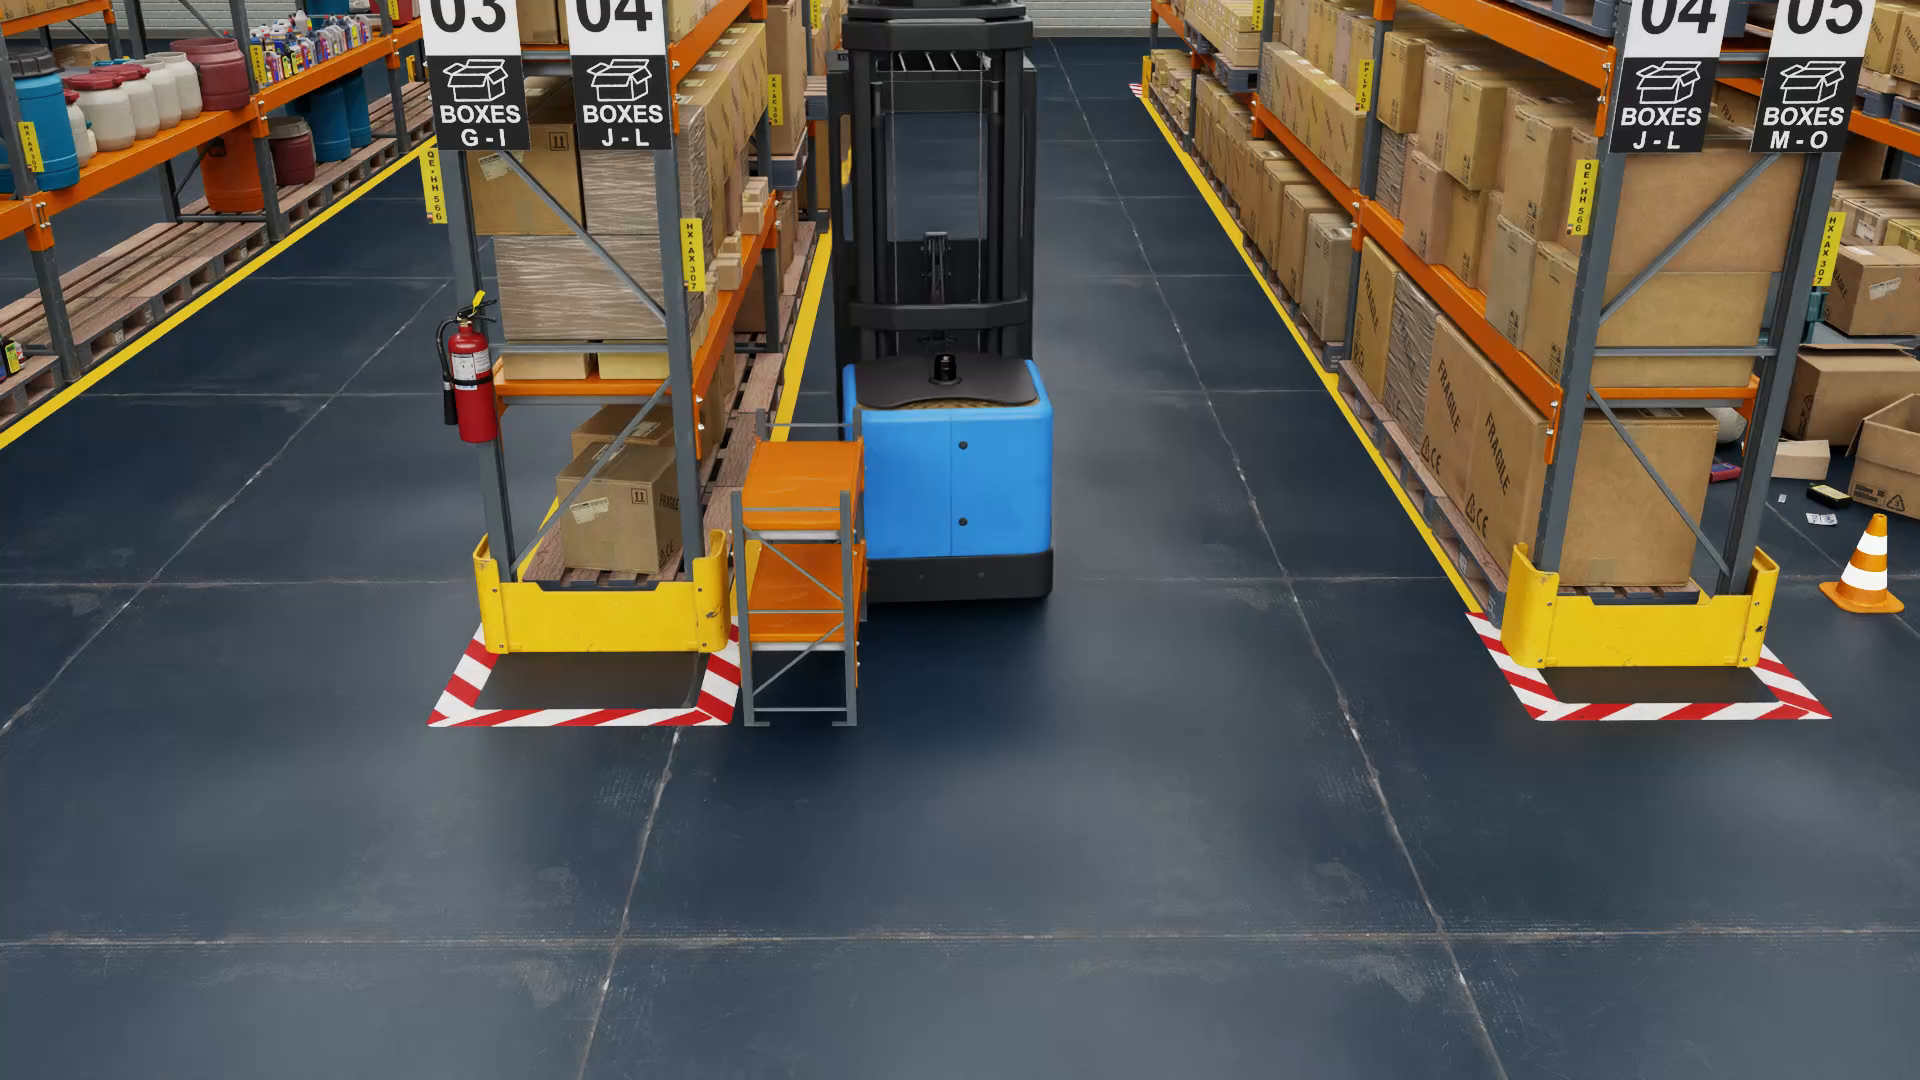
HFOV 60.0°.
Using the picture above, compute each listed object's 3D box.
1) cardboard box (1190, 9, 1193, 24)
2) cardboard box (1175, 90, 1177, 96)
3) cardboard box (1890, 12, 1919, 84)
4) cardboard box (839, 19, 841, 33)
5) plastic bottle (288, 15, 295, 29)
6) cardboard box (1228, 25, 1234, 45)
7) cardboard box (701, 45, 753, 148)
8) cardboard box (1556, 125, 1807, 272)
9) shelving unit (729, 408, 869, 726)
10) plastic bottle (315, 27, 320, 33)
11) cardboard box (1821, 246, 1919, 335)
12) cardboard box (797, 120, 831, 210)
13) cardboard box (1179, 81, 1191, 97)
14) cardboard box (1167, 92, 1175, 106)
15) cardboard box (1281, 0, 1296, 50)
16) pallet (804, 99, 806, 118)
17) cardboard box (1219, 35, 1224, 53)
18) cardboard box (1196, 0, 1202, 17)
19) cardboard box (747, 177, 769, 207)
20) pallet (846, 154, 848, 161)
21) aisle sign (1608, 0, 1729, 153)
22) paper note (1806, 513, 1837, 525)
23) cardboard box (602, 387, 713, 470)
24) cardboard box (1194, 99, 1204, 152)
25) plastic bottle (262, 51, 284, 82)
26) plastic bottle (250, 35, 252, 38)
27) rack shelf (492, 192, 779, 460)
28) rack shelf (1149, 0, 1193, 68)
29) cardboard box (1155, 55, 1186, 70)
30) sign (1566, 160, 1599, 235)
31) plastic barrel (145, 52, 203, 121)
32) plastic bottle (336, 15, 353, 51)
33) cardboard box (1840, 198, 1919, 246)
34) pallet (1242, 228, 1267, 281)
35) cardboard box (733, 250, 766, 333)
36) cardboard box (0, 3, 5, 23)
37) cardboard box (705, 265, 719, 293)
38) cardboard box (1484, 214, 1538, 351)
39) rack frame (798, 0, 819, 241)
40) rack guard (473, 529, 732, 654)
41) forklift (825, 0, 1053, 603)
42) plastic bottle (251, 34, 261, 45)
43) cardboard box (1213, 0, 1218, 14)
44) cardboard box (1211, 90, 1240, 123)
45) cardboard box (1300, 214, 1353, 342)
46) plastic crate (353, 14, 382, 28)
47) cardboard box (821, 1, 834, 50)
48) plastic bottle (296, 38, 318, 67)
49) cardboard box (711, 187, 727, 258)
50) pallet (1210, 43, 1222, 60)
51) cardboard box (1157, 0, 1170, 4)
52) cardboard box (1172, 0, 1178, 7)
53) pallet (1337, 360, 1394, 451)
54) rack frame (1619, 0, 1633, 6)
[{"bbox_3d":[2.659,-5.584,17.751,0.380,0.149,0.250,0,24,0],"label":"cardboard box"},{"bbox_3d":[2.839,-5.483,20.322,0.380,0.149,0.250,-1,24,-3],"label":"cardboard box"},{"bbox_3d":[7.897,-3.954,13.360,0.500,0.500,0.500,0,24,0],"label":"cardboard box"},{"bbox_3d":[-1.526,-5.814,18.770,0.380,0.149,0.250,0,24,0],"label":"cardboard box"},{"bbox_3d":[-7.229,-5.522,17.960,0.061,0.283,0.133,0,24,-1],"label":"plastic bottle"},{"bbox_3d":[2.684,-4.661,15.351,0.380,0.149,0.250,1,24,1],"label":"cardboard box"},{"bbox_3d":[-1.477,-2.549,9.550,0.500,0.500,0.500,0,24,-1],"label":"cardboard box"},{"bbox_3d":[3.271,-1.554,7.554,0.875,0.550,0.550,0,24,-1],"label":"cardboard box"},{"bbox_3d":[-0.714,0.102,7.660,0.538,1.125,1.048,0,24,0],"label":"shelving unit"},{"bbox_3d":[-6.594,-5.141,17.133,0.097,0.271,0.097,0,24,0],"label":"plastic bottle"},{"bbox_3d":[6.362,-1.739,11.569,0.500,0.500,0.500,0,24,-1],"label":"cardboard box"},{"bbox_3d":[-1.798,-3.664,15.781,1.225,0.875,0.875,-1,24,-3],"label":"cardboard box"},{"bbox_3d":[2.789,-5.302,19.561,0.380,0.149,0.250,0,24,-1],"label":"cardboard box"},{"bbox_3d":[2.778,-5.472,20.658,0.380,0.149,0.250,0,24,-1],"label":"cardboard box"},{"bbox_3d":[3.144,-4.453,14.122,0.700,0.500,0.500,0,24,-1],"label":"cardboard box"},{"bbox_3d":[-1.749,-3.254,13.037,1.003,0.211,1.213,0,24,-1],"label":"pallet"},{"bbox_3d":[2.681,-4.726,15.856,0.380,0.149,0.250,-1,24,-1],"label":"cardboard box"},{"bbox_3d":[2.661,-5.513,17.235,0.380,0.149,0.250,-1,24,-3],"label":"cardboard box"},{"bbox_3d":[-1.472,-2.307,11.015,0.380,0.149,0.250,0,24,-1],"label":"cardboard box"},{"bbox_3d":[-1.771,-4.217,18.317,1.003,0.211,1.213,0,24,-1],"label":"pallet"},{"bbox_3d":[2.937,-1.995,6.866,0.394,0.787,0.004,0,24,-1],"label":"aisle sign"},{"bbox_3d":[4.918,-0.124,9.489,0.144,0.017,0.142,8,26,18],"label":"paper note"},{"bbox_3d":[-1.743,-0.674,9.624,0.500,0.500,0.500,2,24,4],"label":"cardboard box"},{"bbox_3d":[2.848,-4.532,18.155,0.500,0.500,0.500,1,24,1],"label":"cardboard box"},{"bbox_3d":[-6.451,-4.448,15.596,0.152,0.276,0.135,0,24,-1],"label":"plastic bottle"},{"bbox_3d":[-7.197,-5.007,16.836,0.097,0.271,0.097,0,24,0],"label":"plastic bottle"},{"bbox_3d":[-1.746,-1.357,9.482,1.077,0.370,4.000,0,24,-1],"label":"rack shelf"},{"bbox_3d":[3.084,-6.282,20.373,1.077,0.370,4.000,0,24,-1],"label":"rack shelf"},{"bbox_3d":[2.726,-6.162,21.463,0.380,0.149,0.250,0,24,-1],"label":"cardboard box"},{"bbox_3d":[2.694,-1.480,7.189,0.100,0.325,0.005,0,24,-1],"label":"sign"},{"bbox_3d":[-6.539,-3.762,13.793,0.421,0.512,0.421,0,24,0],"label":"plastic barrel"},{"bbox_3d":[-6.469,-5.307,17.403,0.144,0.351,0.185,0,24,-1],"label":"plastic bottle"},{"bbox_3d":[8.110,-2.658,14.167,0.950,0.372,0.625,-1,24,-2],"label":"cardboard box"},{"bbox_3d":[3.082,-2.542,14.614,1.003,0.211,1.213,0,24,-1],"label":"pallet"},{"bbox_3d":[-1.753,-1.823,12.140,0.700,0.500,0.500,-2,24,-5],"label":"cardboard box"},{"bbox_3d":[-11.503,-6.230,19.263,0.500,0.500,0.500,0,24,0],"label":"cardboard box"},{"bbox_3d":[-1.509,-1.379,8.965,0.380,0.149,0.250,0,24,-1],"label":"cardboard box"},{"bbox_3d":[3.159,-1.288,8.277,0.875,0.550,0.550,0,24,-1],"label":"cardboard box"},{"bbox_3d":[-1.812,-4.157,14.801,1.000,3.000,0.127,0,24,-1],"label":"rack frame"},{"bbox_3d":[-1.725,0.247,8.096,1.175,0.500,0.348,0,24,-1],"label":"rack guard"},{"bbox_3d":[-0.167,-1.587,9.202,1.130,2.935,3.031,-2,24,-4],"label":"forklift"},{"bbox_3d":[-7.051,-4.927,16.660,0.097,0.271,0.097,0,24,0],"label":"plastic bottle"},{"bbox_3d":[2.674,-5.218,16.221,0.380,0.149,0.250,1,24,2],"label":"cardboard box"},{"bbox_3d":[2.859,-4.444,17.051,0.500,0.250,0.500,1,24,1],"label":"cardboard box"},{"bbox_3d":[3.096,-1.911,12.055,1.050,0.750,0.750,0,24,-1],"label":"cardboard box"},{"bbox_3d":[-6.670,-5.882,18.863,0.396,0.136,0.243,0,24,-1],"label":"plastic crate"},{"bbox_3d":[-1.566,-5.240,17.074,0.500,0.500,0.500,-1,24,-1],"label":"cardboard box"},{"bbox_3d":[-6.461,-4.829,16.438,0.152,0.276,0.135,0,24,-1],"label":"plastic bottle"},{"bbox_3d":[-1.784,-1.886,9.297,0.875,0.500,0.500,0,24,-1],"label":"cardboard box"},{"bbox_3d":[3.087,-4.865,16.601,1.003,0.211,1.213,0,24,-1],"label":"pallet"},{"bbox_3d":[2.731,-6.969,21.323,0.380,0.149,0.250,-1,24,-2],"label":"cardboard box"},{"bbox_3d":[2.809,-6.584,19.685,0.500,0.500,0.500,0,24,-1],"label":"cardboard box"},{"bbox_3d":[3.123,-0.905,10.995,1.003,0.211,1.213,0,24,-1],"label":"pallet"},{"bbox_3d":[3.236,-3.574,6.233,1.000,3.000,0.127,0,24,-1],"label":"rack frame"}]
